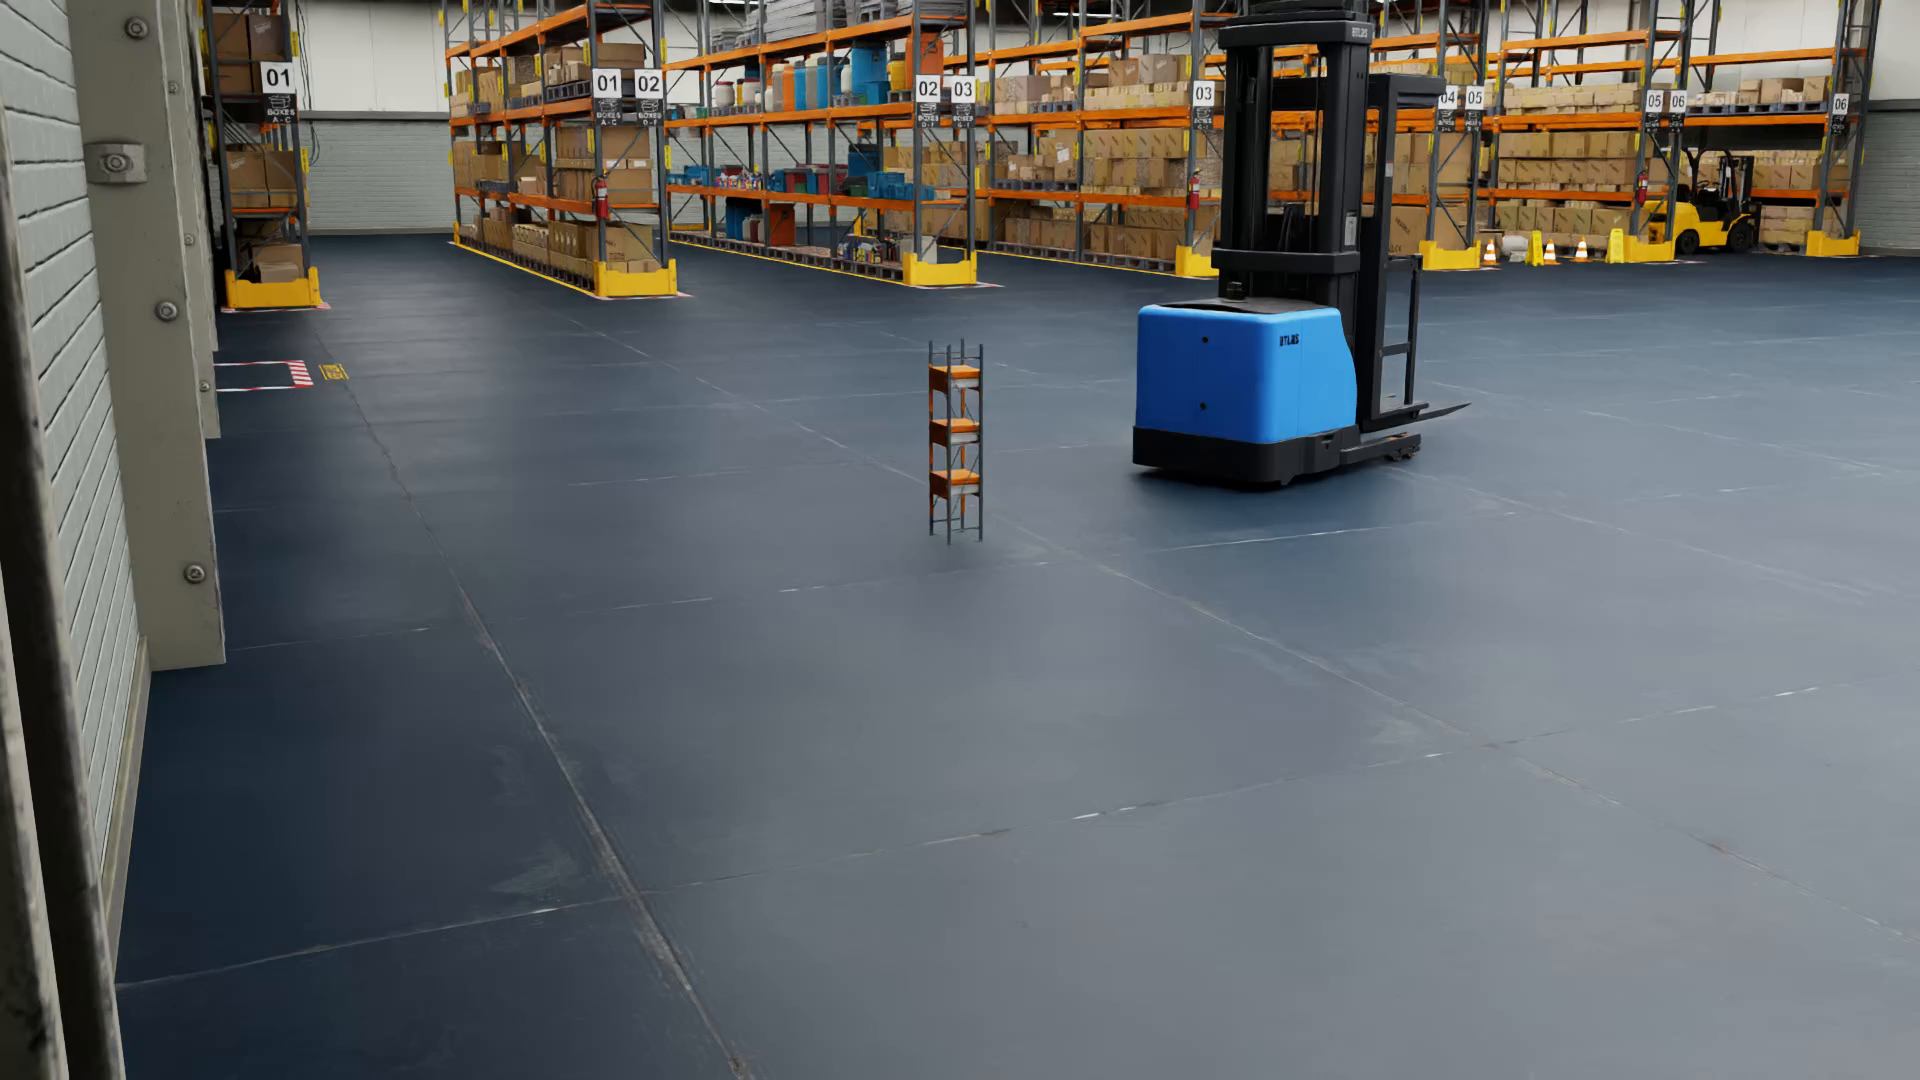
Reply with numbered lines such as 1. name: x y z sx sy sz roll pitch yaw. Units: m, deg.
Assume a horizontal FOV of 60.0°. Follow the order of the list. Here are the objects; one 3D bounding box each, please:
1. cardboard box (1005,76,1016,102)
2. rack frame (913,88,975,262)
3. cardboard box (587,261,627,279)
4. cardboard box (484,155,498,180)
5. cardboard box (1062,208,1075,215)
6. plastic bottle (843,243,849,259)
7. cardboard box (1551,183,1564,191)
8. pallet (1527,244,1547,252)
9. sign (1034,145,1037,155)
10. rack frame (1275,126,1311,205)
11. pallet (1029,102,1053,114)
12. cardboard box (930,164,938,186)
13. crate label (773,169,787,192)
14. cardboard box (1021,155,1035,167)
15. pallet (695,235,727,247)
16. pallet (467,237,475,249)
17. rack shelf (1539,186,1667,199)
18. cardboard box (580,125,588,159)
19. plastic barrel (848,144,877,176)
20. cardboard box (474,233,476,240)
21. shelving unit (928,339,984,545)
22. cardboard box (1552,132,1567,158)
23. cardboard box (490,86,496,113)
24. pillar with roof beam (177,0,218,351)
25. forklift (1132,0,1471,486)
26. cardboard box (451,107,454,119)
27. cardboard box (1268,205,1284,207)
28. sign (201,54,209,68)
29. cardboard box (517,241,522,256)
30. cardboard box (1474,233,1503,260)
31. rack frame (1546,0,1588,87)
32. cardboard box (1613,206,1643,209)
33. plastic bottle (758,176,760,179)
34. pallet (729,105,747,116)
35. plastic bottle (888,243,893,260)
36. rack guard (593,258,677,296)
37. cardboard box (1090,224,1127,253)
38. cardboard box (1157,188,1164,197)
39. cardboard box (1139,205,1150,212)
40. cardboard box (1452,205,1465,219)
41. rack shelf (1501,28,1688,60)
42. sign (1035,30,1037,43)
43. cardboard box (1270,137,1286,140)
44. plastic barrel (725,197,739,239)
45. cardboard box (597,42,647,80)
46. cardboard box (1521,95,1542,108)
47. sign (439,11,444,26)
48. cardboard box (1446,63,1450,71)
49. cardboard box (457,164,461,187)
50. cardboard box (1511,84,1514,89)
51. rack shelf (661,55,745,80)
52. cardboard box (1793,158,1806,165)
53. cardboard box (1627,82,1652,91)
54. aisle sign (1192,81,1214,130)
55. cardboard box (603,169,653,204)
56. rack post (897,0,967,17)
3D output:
1. cardboard box: 1.240 -9.165 33.836 0.500 0.500 0.500 -6 14 -23
2. rack frame: -0.246 -5.537 26.141 1.000 3.000 0.127 -6 14 -23
3. cardboard box: -5.272 -4.039 24.838 0.500 0.250 0.500 -6 14 -23
4. cardboard box: -9.275 -7.568 33.766 0.700 0.500 0.500 -3 13 -14
5. cardboard box: 2.848 -8.472 42.895 0.380 0.149 0.250 -5 14 -21
6. plastic bottle: -1.968 -5.081 29.236 0.152 0.276 0.135 -5 14 -21
7. cardboard box: 12.232 -7.175 33.775 0.380 0.149 0.250 -6 14 -23
8. pallet: 12.071 -6.212 35.241 1.003 0.211 1.213 -6 14 -23
9. sign: 1.581 -8.214 35.314 0.100 0.325 0.005 -6 14 -23
10. rack frame: 8.565 -9.359 42.654 1.000 3.000 0.127 -6 14 -23
11. pallet: 2.121 -8.532 32.845 1.213 0.211 1.003 -6 14 -23
12. cardboard box: -0.358 -8.291 37.818 0.500 0.500 0.500 -6 14 -23
13. crate label: -3.301 -6.977 32.286 0.502 0.435 0.616 -6 14 -23
14. cardboard box: 1.655 -7.676 34.231 0.700 0.500 0.500 -3 13 -15
15. pallet: -5.383 -6.806 37.809 1.003 0.211 1.213 -6 14 -23
16. pallet: -10.360 -6.605 36.942 1.003 0.211 1.213 -6 14 -23
17. rack shelf: 15.515 -8.218 39.319 1.077 0.370 4.000 -6 14 -23
18. cardboard box: -5.401 -6.092 25.440 0.700 0.500 0.500 -6 14 -23
19. plastic barrel: -1.726 -6.715 30.119 0.600 0.901 0.708 -6 14 -23
20. cardboard box: -10.287 -6.559 35.905 0.380 0.149 0.250 -6 14 -23
21. shelving unit: -0.021 -0.523 8.799 0.215 1.050 0.252 -6 14 -23
22. cardboard box: 12.400 -7.963 33.524 0.700 0.500 0.500 -6 14 -23
23. cardboard box: -8.609 -8.553 32.299 0.910 0.500 0.500 -6 14 -23
24. pillar with roof beam: -4.049 -6.781 18.210 9.100 9.000 0.400 -6 14 -23
25. forklift: 2.485 -2.025 11.118 1.130 2.935 3.031 12 18 42
26. cardboard box: -11.223 -9.655 37.615 0.500 0.250 0.500 -6 14 -23
27. cardboard box: 6.561 -6.666 35.078 1.050 0.750 0.750 -6 14 -23
28. sign: -11.433 -7.323 25.185 0.100 0.325 0.005 -6 14 -23
29. cardboard box: -7.848 -5.370 30.585 0.500 0.250 0.500 -6 14 -25
30. cardboard box: 10.349 -5.797 32.803 0.637 0.503 0.797 6 14 26
31. rack frame: 14.714 -11.904 40.347 1.000 3.000 0.127 -6 14 -23
32. cardboard box: 15.793 -7.470 38.830 0.875 0.625 0.625 -6 14 -24
33. plastic bottle: -4.304 -7.679 35.680 0.097 0.271 0.097 0 13 0
34. pallet: -4.193 -8.998 34.864 1.003 0.211 1.213 -6 14 -23
35. plastic bottle: -1.204 -5.026 28.984 0.061 0.283 0.133 -6 14 -23
36. rack guard: -4.777 -3.868 24.472 1.175 0.500 0.348 -6 14 -23
37. cardboard box: 2.813 -5.711 31.507 0.500 0.500 0.500 -6 14 -25
38. cardboard box: 3.656 -6.054 28.932 0.380 0.149 0.250 -6 14 -23
39. cardboard box: 4.540 -7.851 39.088 0.500 0.250 0.500 -5 14 -21
40. cardboard box: 13.321 -8.565 43.838 0.500 0.500 0.500 -6 14 -24
41. rack shelf: 12.571 -9.863 33.132 1.077 0.370 4.000 -6 14 -23
42. sign: 1.970 -13.085 43.200 0.100 0.325 0.005 -6 14 -23
43. cardboard box: 8.150 -10.245 42.607 0.380 0.149 0.250 -6 14 -24
44. plastic barrel: -4.851 -7.085 36.550 0.600 0.901 0.708 -6 14 -23
45. cardboard box: -5.013 -6.994 24.313 0.797 0.503 0.637 -5 14 -19
46. cardboard box: 11.910 -9.018 34.201 0.500 0.250 0.500 -6 14 -23
47. sign: -11.693 -11.763 37.492 0.100 0.325 0.005 -6 14 -23
48. cardboard box: 8.935 -8.542 30.108 0.380 0.149 0.250 -6 14 -23
49. cardboard box: -11.048 -8.223 37.525 0.500 0.500 0.500 -6 14 -24
50. cardboard box: 11.694 -9.801 36.206 0.500 0.250 0.500 -6 14 -24
51. rack shelf: -5.855 -10.807 38.088 1.077 0.370 4.000 -6 14 -23
52. cardboard box: 17.393 -7.790 34.214 0.380 0.149 0.250 -5 14 -22
53. cardboard box: 12.966 -8.650 31.729 0.380 0.149 0.250 -5 14 -22
54. aisle sign: 4.042 -7.211 27.609 0.394 0.787 0.004 -6 14 -23
55. cardboard box: -4.962 -5.237 24.622 0.700 0.500 0.500 -6 14 -23
56. rack post: -0.433 -8.384 26.246 0.937 0.300 0.954 -4 14 -17
